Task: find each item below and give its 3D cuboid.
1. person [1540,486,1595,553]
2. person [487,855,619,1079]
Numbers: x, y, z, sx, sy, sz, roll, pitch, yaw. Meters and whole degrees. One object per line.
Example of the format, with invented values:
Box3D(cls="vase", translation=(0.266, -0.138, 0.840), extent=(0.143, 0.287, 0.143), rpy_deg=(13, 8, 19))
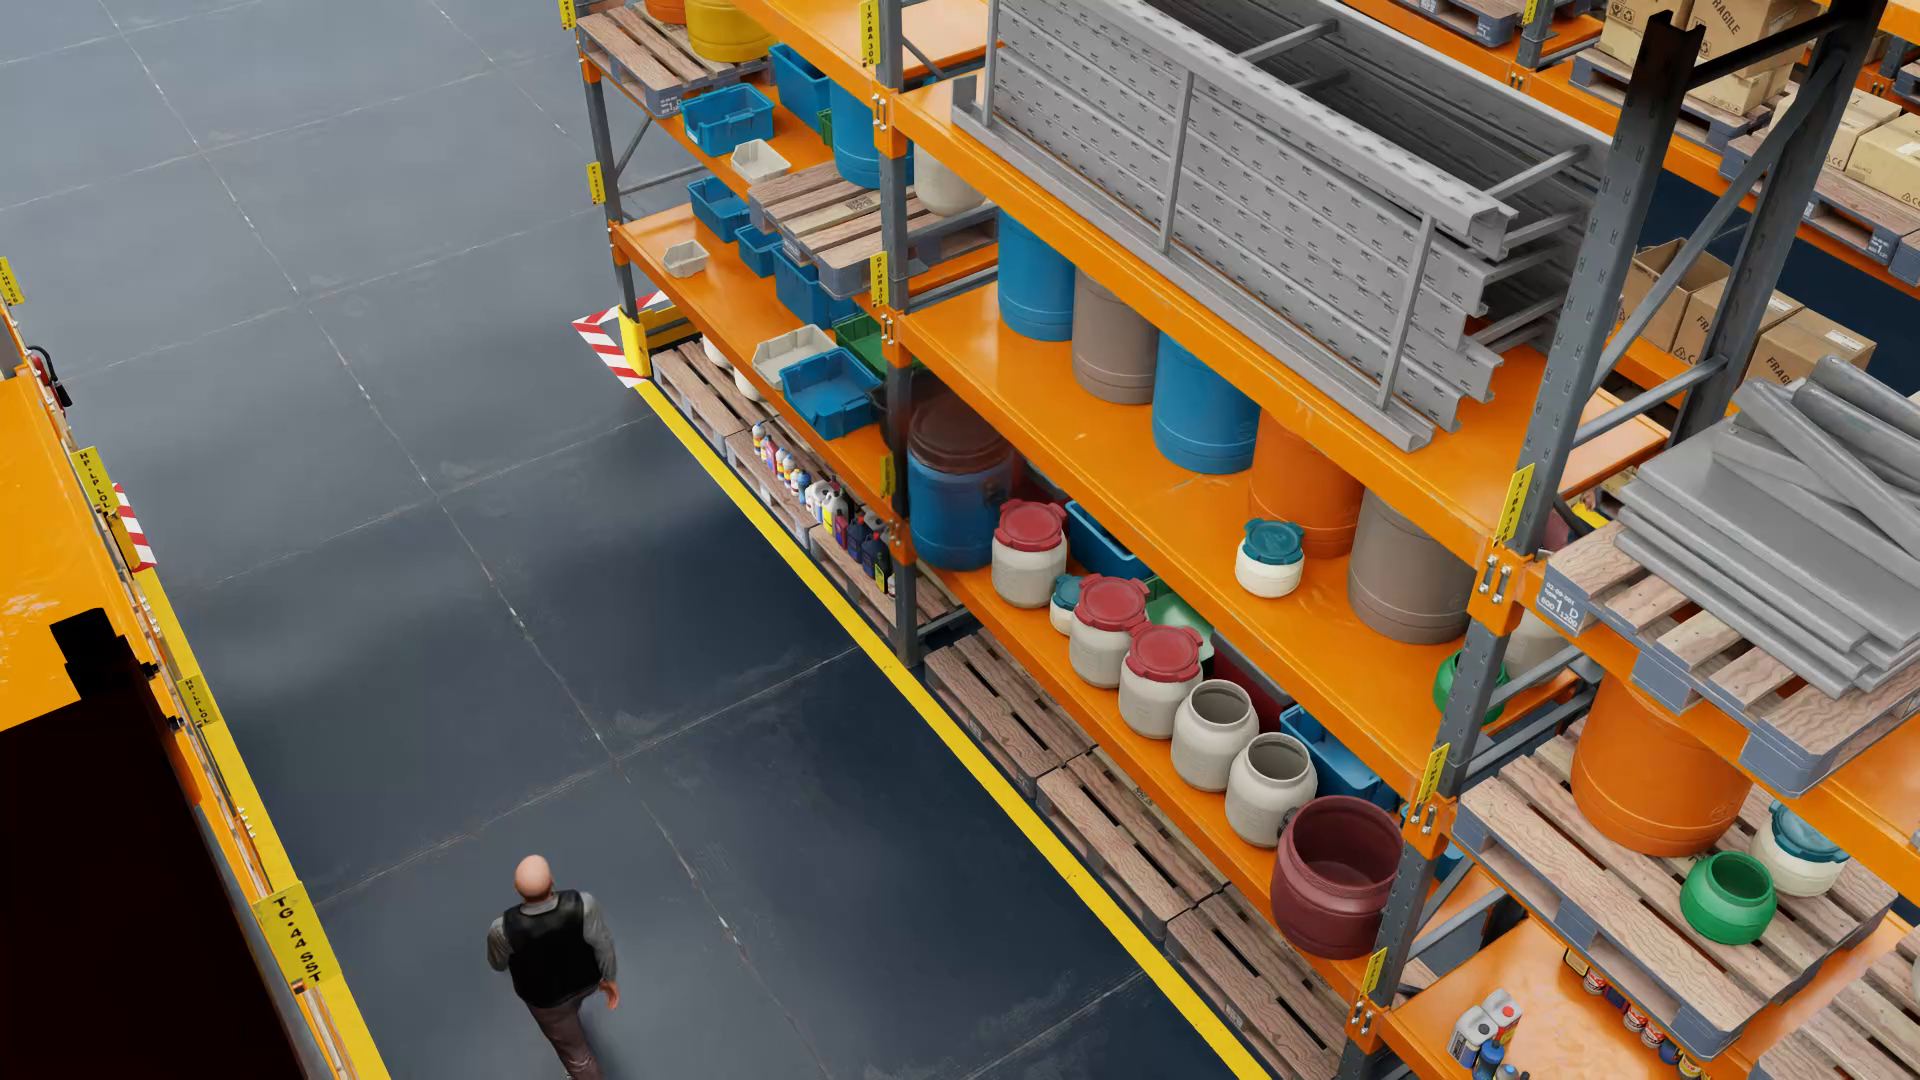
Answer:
Box3D(cls="person", translation=(3.857, -0.302, 10.873), extent=(0.525, 1.610, 1.058), rpy_deg=(-27, 49, -26))
Box3D(cls="person", translation=(-2.005, 2.123, 8.204), extent=(0.537, 1.667, 1.068), rpy_deg=(-27, 49, -26))
